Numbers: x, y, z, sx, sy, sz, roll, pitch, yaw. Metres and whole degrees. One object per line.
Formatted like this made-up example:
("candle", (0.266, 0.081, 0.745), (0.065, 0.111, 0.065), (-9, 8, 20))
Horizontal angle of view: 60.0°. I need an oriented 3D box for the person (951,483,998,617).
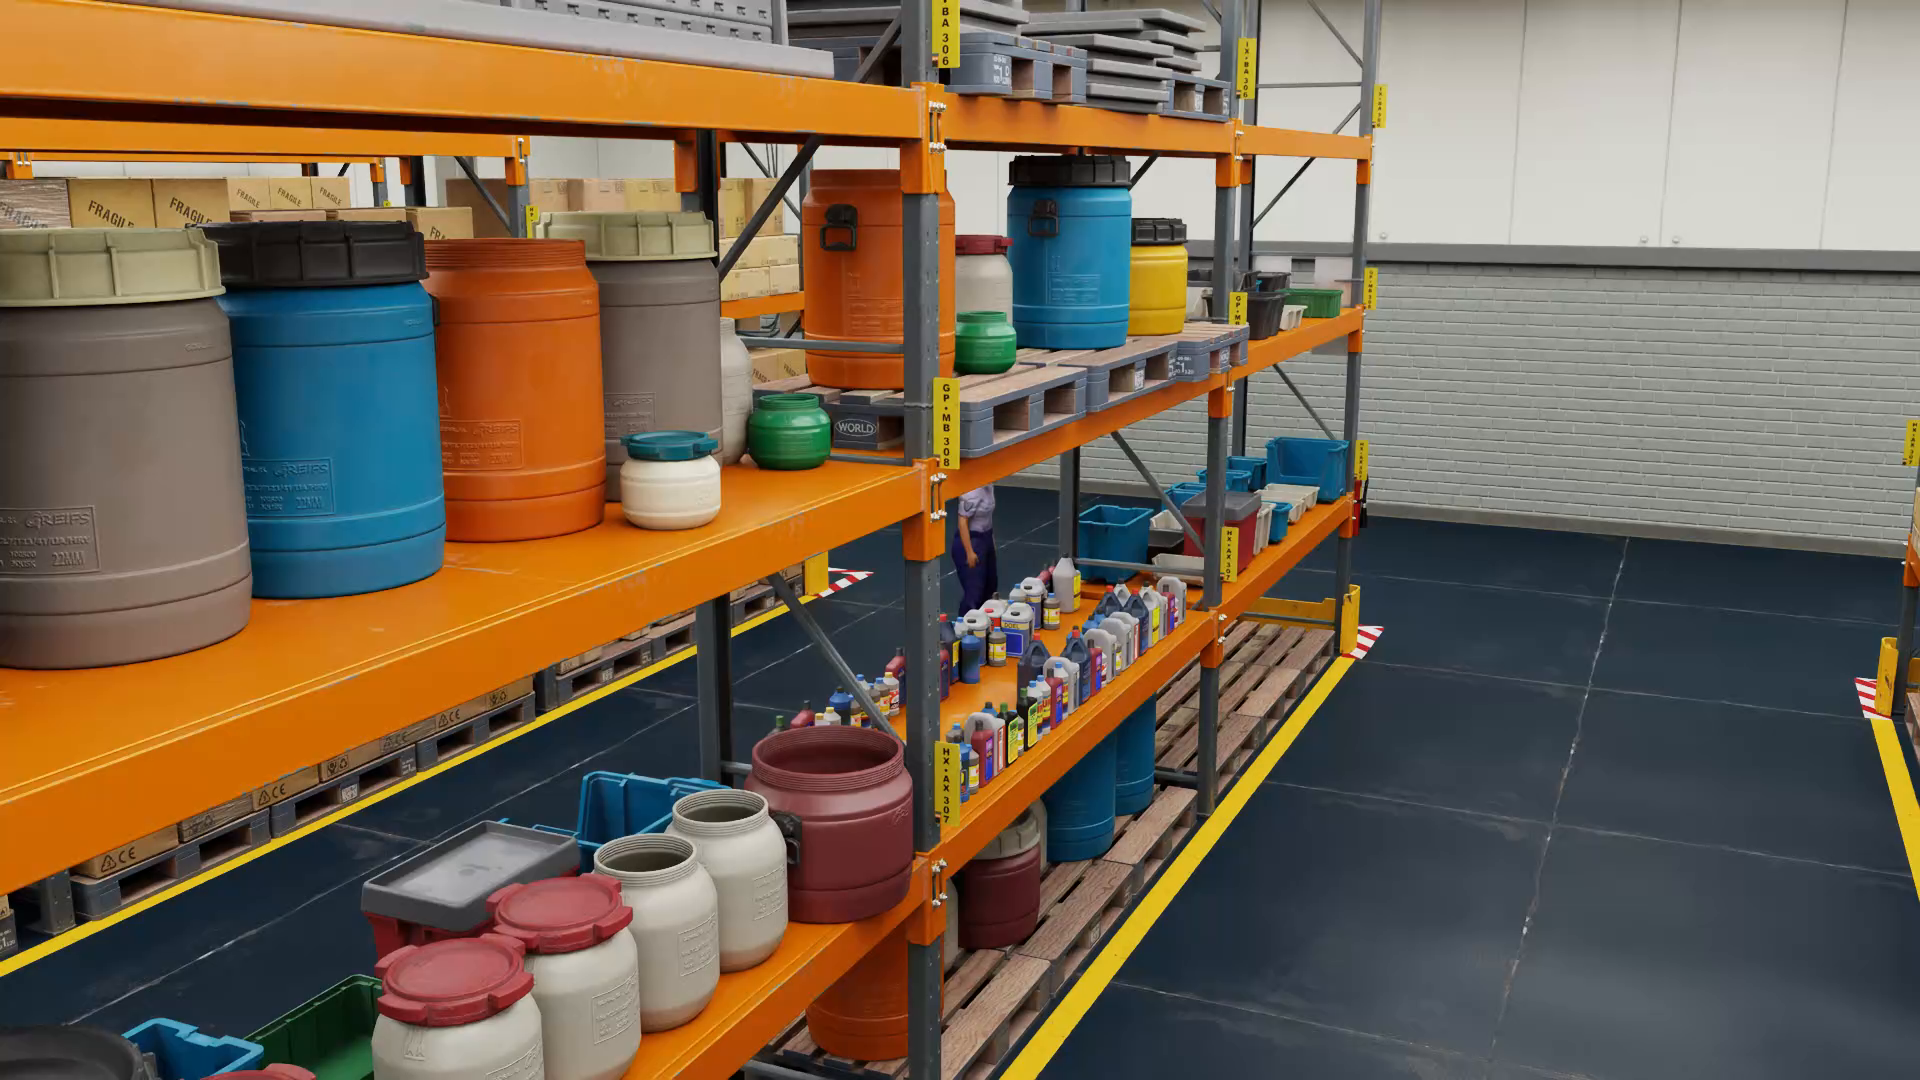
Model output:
("person", (0.137, 0.085, 13.635), (0.368, 1.636, 0.546), (5, 13, 21))
